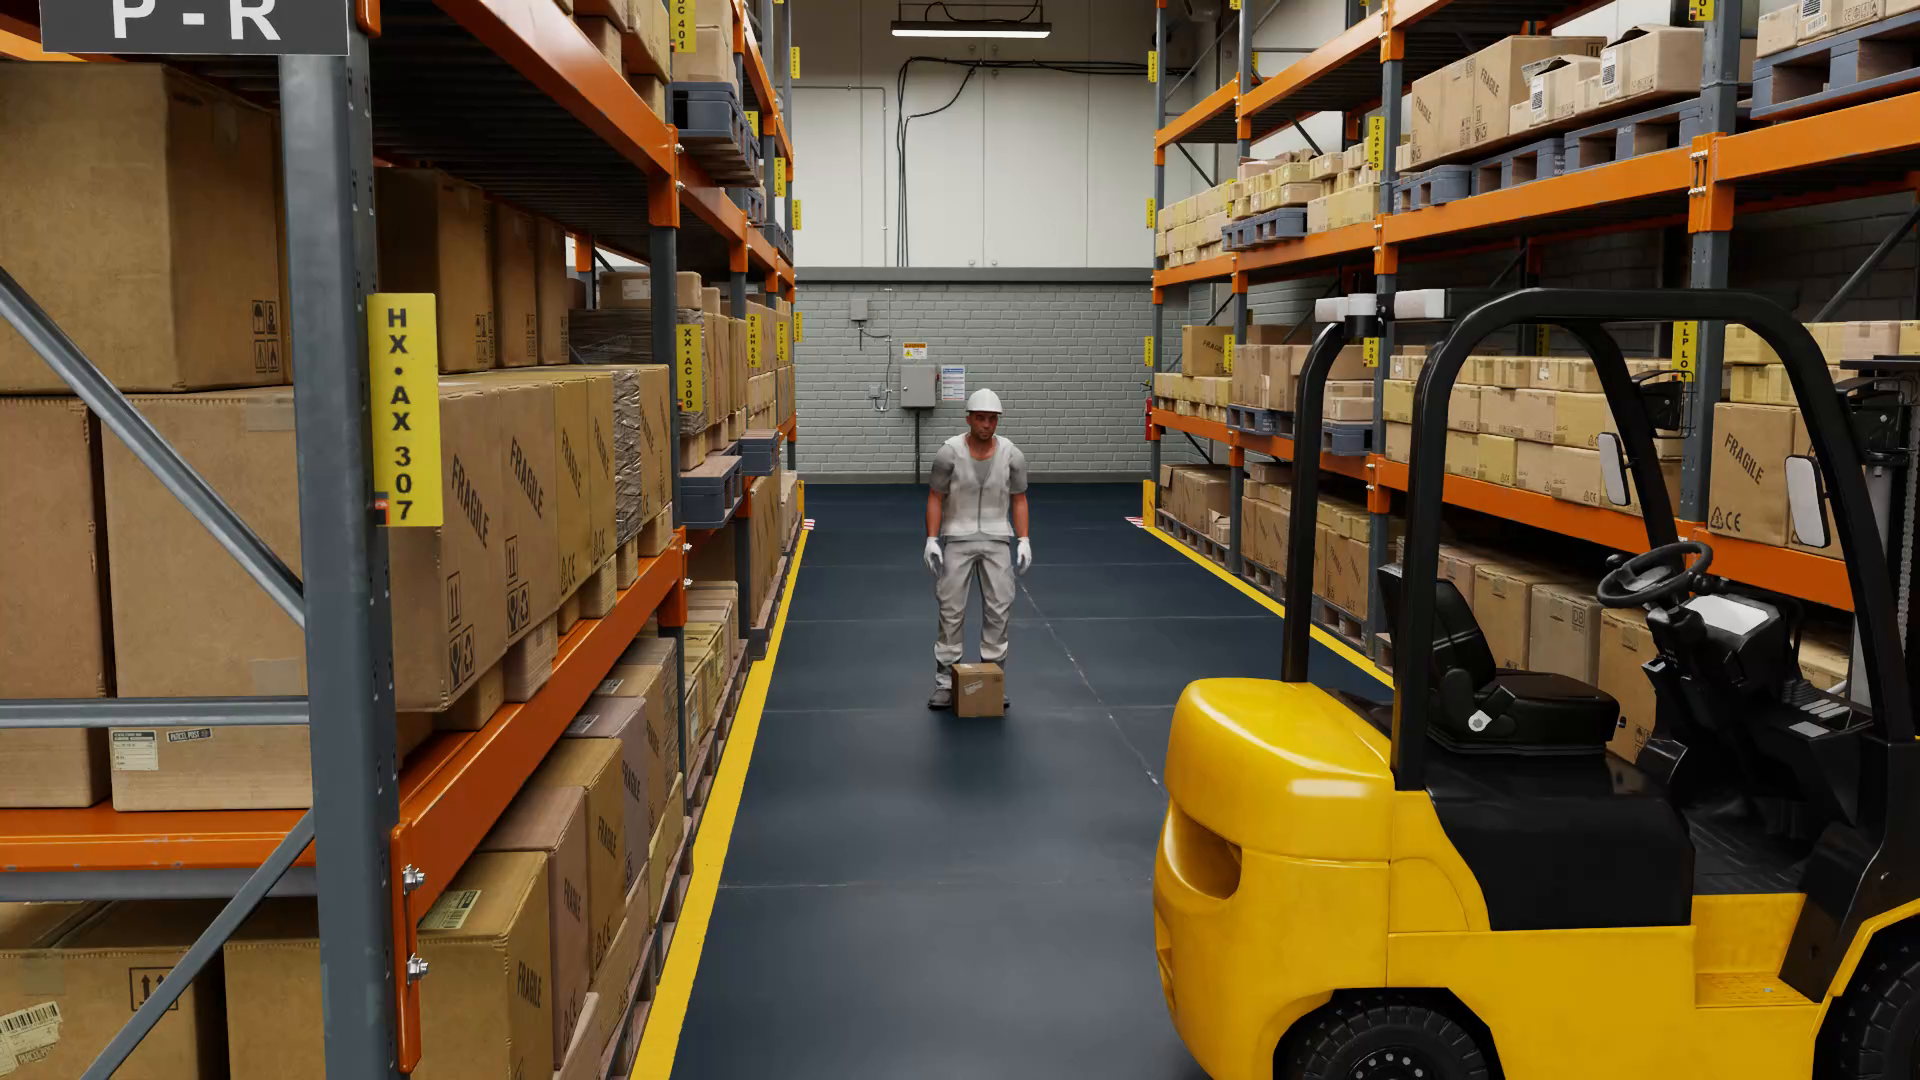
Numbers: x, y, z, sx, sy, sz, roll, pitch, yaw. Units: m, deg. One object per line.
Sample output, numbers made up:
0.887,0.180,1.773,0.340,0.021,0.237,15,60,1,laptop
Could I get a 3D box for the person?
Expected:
0.102,0.043,9.313,0.619,1.779,0.448,-1,7,-7,person
